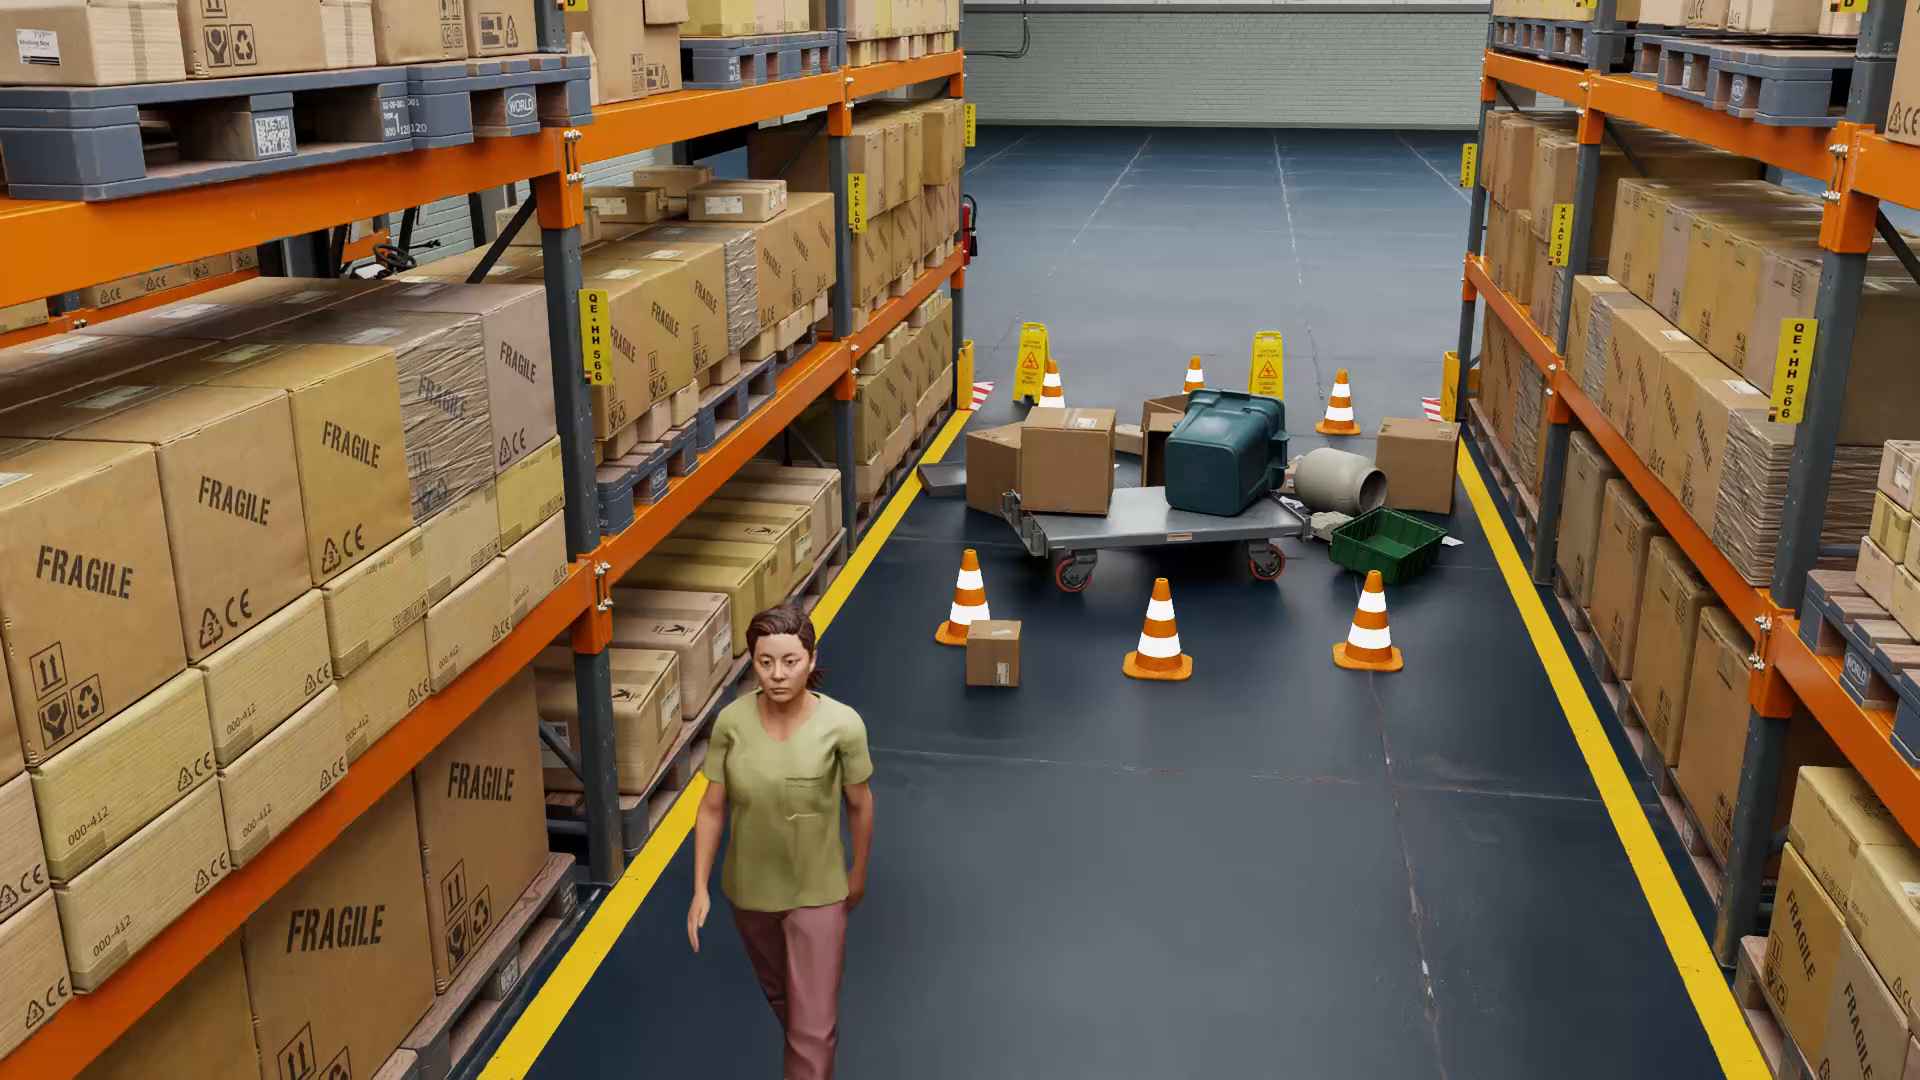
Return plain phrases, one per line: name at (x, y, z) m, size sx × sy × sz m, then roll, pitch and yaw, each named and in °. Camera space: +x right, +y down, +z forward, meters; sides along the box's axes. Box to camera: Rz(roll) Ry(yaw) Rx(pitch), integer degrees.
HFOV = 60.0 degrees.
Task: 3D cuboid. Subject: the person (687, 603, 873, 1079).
person at (-0.505, 0.985, 4.489) m, size 0.459 × 1.616 × 0.969 m, roll 4°, pitch 18°, yaw 11°
